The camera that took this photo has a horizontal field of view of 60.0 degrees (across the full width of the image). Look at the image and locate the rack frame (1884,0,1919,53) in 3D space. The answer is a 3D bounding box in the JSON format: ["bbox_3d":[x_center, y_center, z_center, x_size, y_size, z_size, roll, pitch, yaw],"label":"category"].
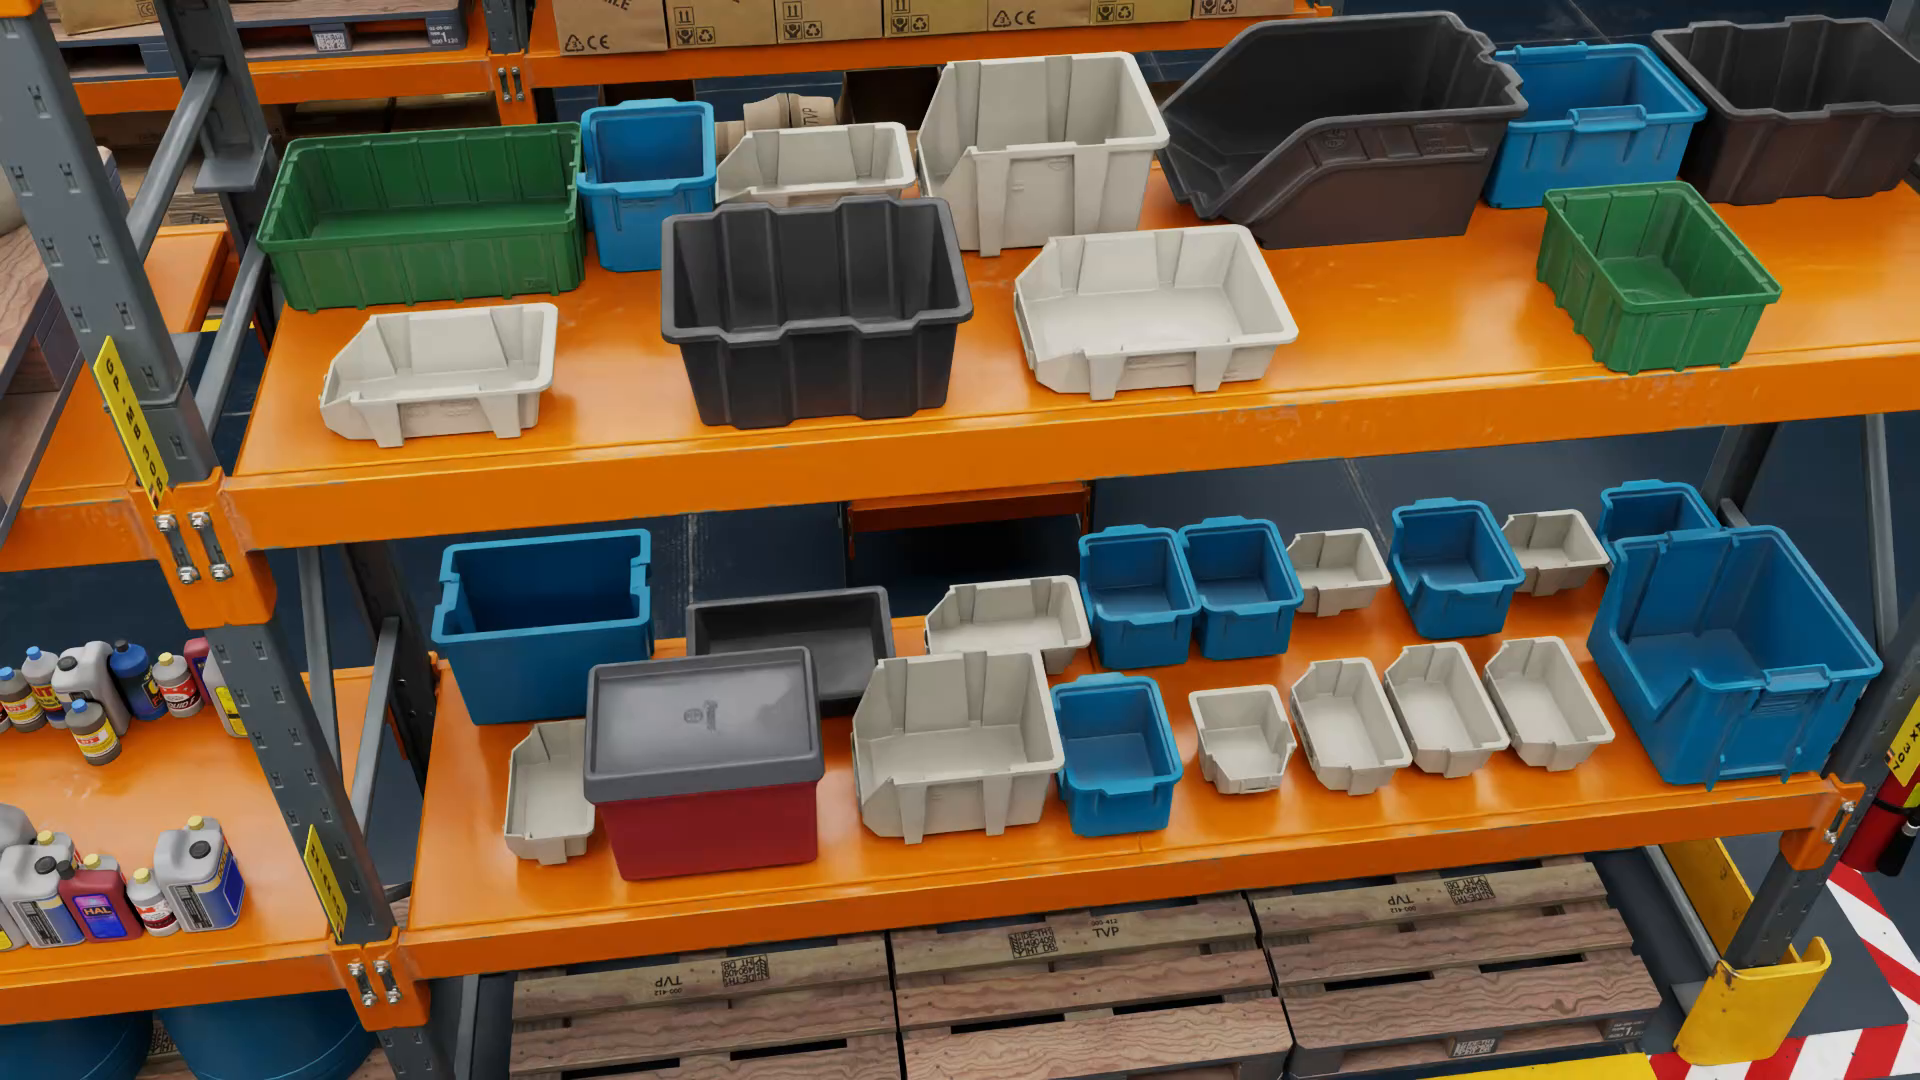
[{"bbox_3d":[2.408,-2.030,2.782,0.127,3.000,1.000,-5,42,-6],"label":"rack frame"}]

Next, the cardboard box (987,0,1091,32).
[{"bbox_3d":[0.351,-2.822,8.065,0.500,0.500,0.500,-5,42,-5],"label":"cardboard box"}]

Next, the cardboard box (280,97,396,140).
[{"bbox_3d":[-3.235,-2.046,8.816,0.500,0.500,0.500,-4,42,-5],"label":"cardboard box"}]

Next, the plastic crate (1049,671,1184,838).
[{"bbox_3d":[0.405,0.587,4.440,0.300,0.233,0.416,-5,42,-6],"label":"plastic crate"}]

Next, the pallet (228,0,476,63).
[{"bbox_3d":[-3.003,-2.676,8.121,1.213,0.211,1.003,-5,42,-6],"label":"pallet"}]

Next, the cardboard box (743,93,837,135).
[{"bbox_3d":[-0.925,-2.213,9.142,0.500,0.311,0.500,-5,42,-6],"label":"cardboard box"}]

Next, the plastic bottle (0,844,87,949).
[{"bbox_3d":[-2.269,0.872,4.136,0.135,0.276,0.152,-5,42,-6],"label":"plastic bottle"}]

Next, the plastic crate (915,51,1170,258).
[{"bbox_3d":[0.170,-0.884,3.840,0.530,0.282,0.437,-5,42,-6],"label":"plastic crate"}]

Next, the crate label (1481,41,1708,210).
[{"bbox_3d":[1.451,-0.995,3.985,0.502,0.251,0.408,-5,42,-6],"label":"crate label"}]

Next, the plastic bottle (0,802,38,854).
[{"bbox_3d":[-2.446,0.765,4.199,0.185,0.351,0.144,-5,42,-6],"label":"plastic bottle"}]

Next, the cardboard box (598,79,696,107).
[{"bbox_3d":[-1.669,-2.218,9.007,0.500,0.500,0.500,-5,42,-6],"label":"cardboard box"}]

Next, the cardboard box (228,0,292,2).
[{"bbox_3d":[-3.369,-2.943,7.885,0.500,0.500,0.700,1,42,1],"label":"cardboard box"}]

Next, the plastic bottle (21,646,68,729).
[{"bbox_3d":[-2.548,0.404,4.659,0.097,0.271,0.097,0,42,0],"label":"plastic bottle"}]

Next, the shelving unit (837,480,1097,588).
[{"bbox_3d":[0.007,-0.418,6.874,1.048,1.125,0.538,-5,42,-6],"label":"shelving unit"}]

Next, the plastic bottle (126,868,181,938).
[{"bbox_3d":[-2.019,0.896,4.165,0.097,0.201,0.097,0,42,0],"label":"plastic bottle"}]

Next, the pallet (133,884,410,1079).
[{"bbox_3d":[-2.329,1.620,5.296,1.213,0.211,1.003,-5,42,-6],"label":"pallet"}]

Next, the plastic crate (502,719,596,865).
[{"bbox_3d":[-1.078,0.675,4.414,0.243,0.136,0.396,-5,42,-6],"label":"plastic crate"}]

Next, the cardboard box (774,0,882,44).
[{"bbox_3d":[-0.652,-2.734,7.966,0.500,0.500,0.500,-5,42,-6],"label":"cardboard box"}]

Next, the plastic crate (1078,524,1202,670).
[{"bbox_3d":[0.517,0.181,4.890,0.300,0.233,0.416,-5,42,-6],"label":"plastic crate"}]

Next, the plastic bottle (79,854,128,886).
[{"bbox_3d":[-2.159,0.867,4.197,0.097,0.201,0.097,0,42,0],"label":"plastic bottle"}]

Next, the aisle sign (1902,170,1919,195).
[{"bbox_3d":[2.441,-0.971,4.146,0.004,0.787,0.394,-5,42,-6],"label":"aisle sign"}]

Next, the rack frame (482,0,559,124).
[{"bbox_3d":[-2.197,-2.745,8.053,0.127,3.000,1.000,-5,42,-6],"label":"rack frame"}]

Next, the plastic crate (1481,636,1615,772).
[{"bbox_3d":[1.623,0.465,4.647,0.243,0.136,0.396,-5,42,-6],"label":"plastic crate"}]

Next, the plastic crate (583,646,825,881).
[{"bbox_3d":[-0.640,0.588,4.266,0.583,0.464,0.402,-5,42,-6],"label":"plastic crate"}]

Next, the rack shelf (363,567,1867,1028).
[{"bbox_3d":[0.425,0.639,4.839,4.000,0.370,1.077,-5,42,-6],"label":"rack shelf"}]

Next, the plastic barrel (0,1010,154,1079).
[{"bbox_3d":[-2.802,1.266,4.860,0.708,0.901,0.600,-5,42,-6],"label":"plastic barrel"}]

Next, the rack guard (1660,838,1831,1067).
[{"bbox_3d":[2.430,1.115,5.640,0.348,0.500,1.175,-5,42,-6],"label":"rack guard"}]

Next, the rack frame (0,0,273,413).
[{"bbox_3d":[-1.558,-1.682,2.396,0.127,3.000,1.000,-5,42,-6],"label":"rack frame"}]

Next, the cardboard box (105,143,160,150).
[{"bbox_3d":[-4.233,-1.964,8.726,0.500,0.500,0.500,-6,42,-7],"label":"cardboard box"}]

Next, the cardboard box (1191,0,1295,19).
[{"bbox_3d":[1.361,-2.909,8.161,0.500,0.500,0.500,-4,42,-4],"label":"cardboard box"}]

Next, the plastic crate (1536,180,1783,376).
[{"bbox_3d":[1.467,-0.562,3.552,0.336,0.188,0.450,-5,42,-6],"label":"plastic crate"}]

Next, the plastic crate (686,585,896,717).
[{"bbox_3d":[-0.483,0.350,4.783,0.590,0.125,0.437,-5,42,-6],"label":"plastic crate"}]

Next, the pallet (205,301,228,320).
[{"bbox_3d":[-4.211,-1.505,8.761,1.213,0.211,1.003,-5,42,-6],"label":"pallet"}]

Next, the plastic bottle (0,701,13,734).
[{"bbox_3d":[-2.741,0.447,4.663,0.097,0.201,0.097,0,42,0],"label":"plastic bottle"}]

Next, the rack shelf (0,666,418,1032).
[{"bbox_3d":[-3.541,0.986,4.454,4.000,0.370,1.077,-5,42,-6],"label":"rack shelf"}]

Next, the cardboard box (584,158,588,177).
[{"bbox_3d":[-1.752,-1.802,8.688,0.500,0.311,0.500,-5,42,-6],"label":"cardboard box"}]

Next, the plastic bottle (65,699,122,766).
[{"bbox_3d":[-2.395,0.519,4.583,0.097,0.201,0.097,0,42,0],"label":"plastic bottle"}]

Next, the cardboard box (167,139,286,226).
[{"bbox_3d":[-3.637,-1.666,8.395,0.500,0.500,0.500,-5,42,-5],"label":"cardboard box"}]

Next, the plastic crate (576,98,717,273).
[{"bbox_3d":[-0.697,-0.797,3.780,0.300,0.233,0.416,-5,42,-6],"label":"plastic crate"}]

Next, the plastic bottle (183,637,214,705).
[{"bbox_3d":[-2.109,0.349,4.711,0.133,0.283,0.061,-5,42,-6],"label":"plastic bottle"}]

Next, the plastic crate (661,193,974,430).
[{"bbox_3d":[-0.291,-0.446,3.363,0.590,0.269,0.497,-5,42,-6],"label":"plastic crate"}]

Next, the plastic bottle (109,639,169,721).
[{"bbox_3d":[-2.318,0.384,4.681,0.097,0.271,0.097,0,42,0],"label":"plastic bottle"}]

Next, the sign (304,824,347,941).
[{"bbox_3d":[-1.489,0.808,3.908,0.005,0.325,0.100,-5,42,-6],"label":"sign"}]

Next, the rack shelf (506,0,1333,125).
[{"bbox_3d":[-0.214,-2.651,8.487,4.000,0.370,1.077,-5,42,-6],"label":"rack shelf"}]

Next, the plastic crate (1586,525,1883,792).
[{"bbox_3d":[2.100,0.316,4.589,0.499,0.435,0.616,-5,42,-6],"label":"plastic crate"}]

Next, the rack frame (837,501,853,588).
[{"bbox_3d":[-0.497,-0.374,6.825,0.032,1.125,0.500,-5,42,-6],"label":"rack frame"}]

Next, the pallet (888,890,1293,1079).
[{"bbox_3d":[0.378,1.383,5.559,1.213,0.211,1.003,-5,42,-6],"label":"pallet"}]

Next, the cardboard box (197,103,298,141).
[{"bbox_3d":[-3.700,-2.291,8.529,0.500,0.250,0.500,-5,42,-5],"label":"cardboard box"}]

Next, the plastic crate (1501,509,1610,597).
[{"bbox_3d":[1.792,0.049,5.108,0.298,0.136,0.250,-5,42,-6],"label":"plastic crate"}]

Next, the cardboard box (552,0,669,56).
[{"bbox_3d":[-1.656,-2.645,7.868,0.500,0.500,0.500,-4,42,-4],"label":"cardboard box"}]

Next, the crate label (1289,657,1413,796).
[{"bbox_3d":[1.061,0.521,4.585,0.243,0.136,0.396,-5,42,-6],"label":"crate label"}]

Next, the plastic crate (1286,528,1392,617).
[{"bbox_3d":[1.119,0.108,5.043,0.298,0.136,0.250,-5,42,-6],"label":"plastic crate"}]
